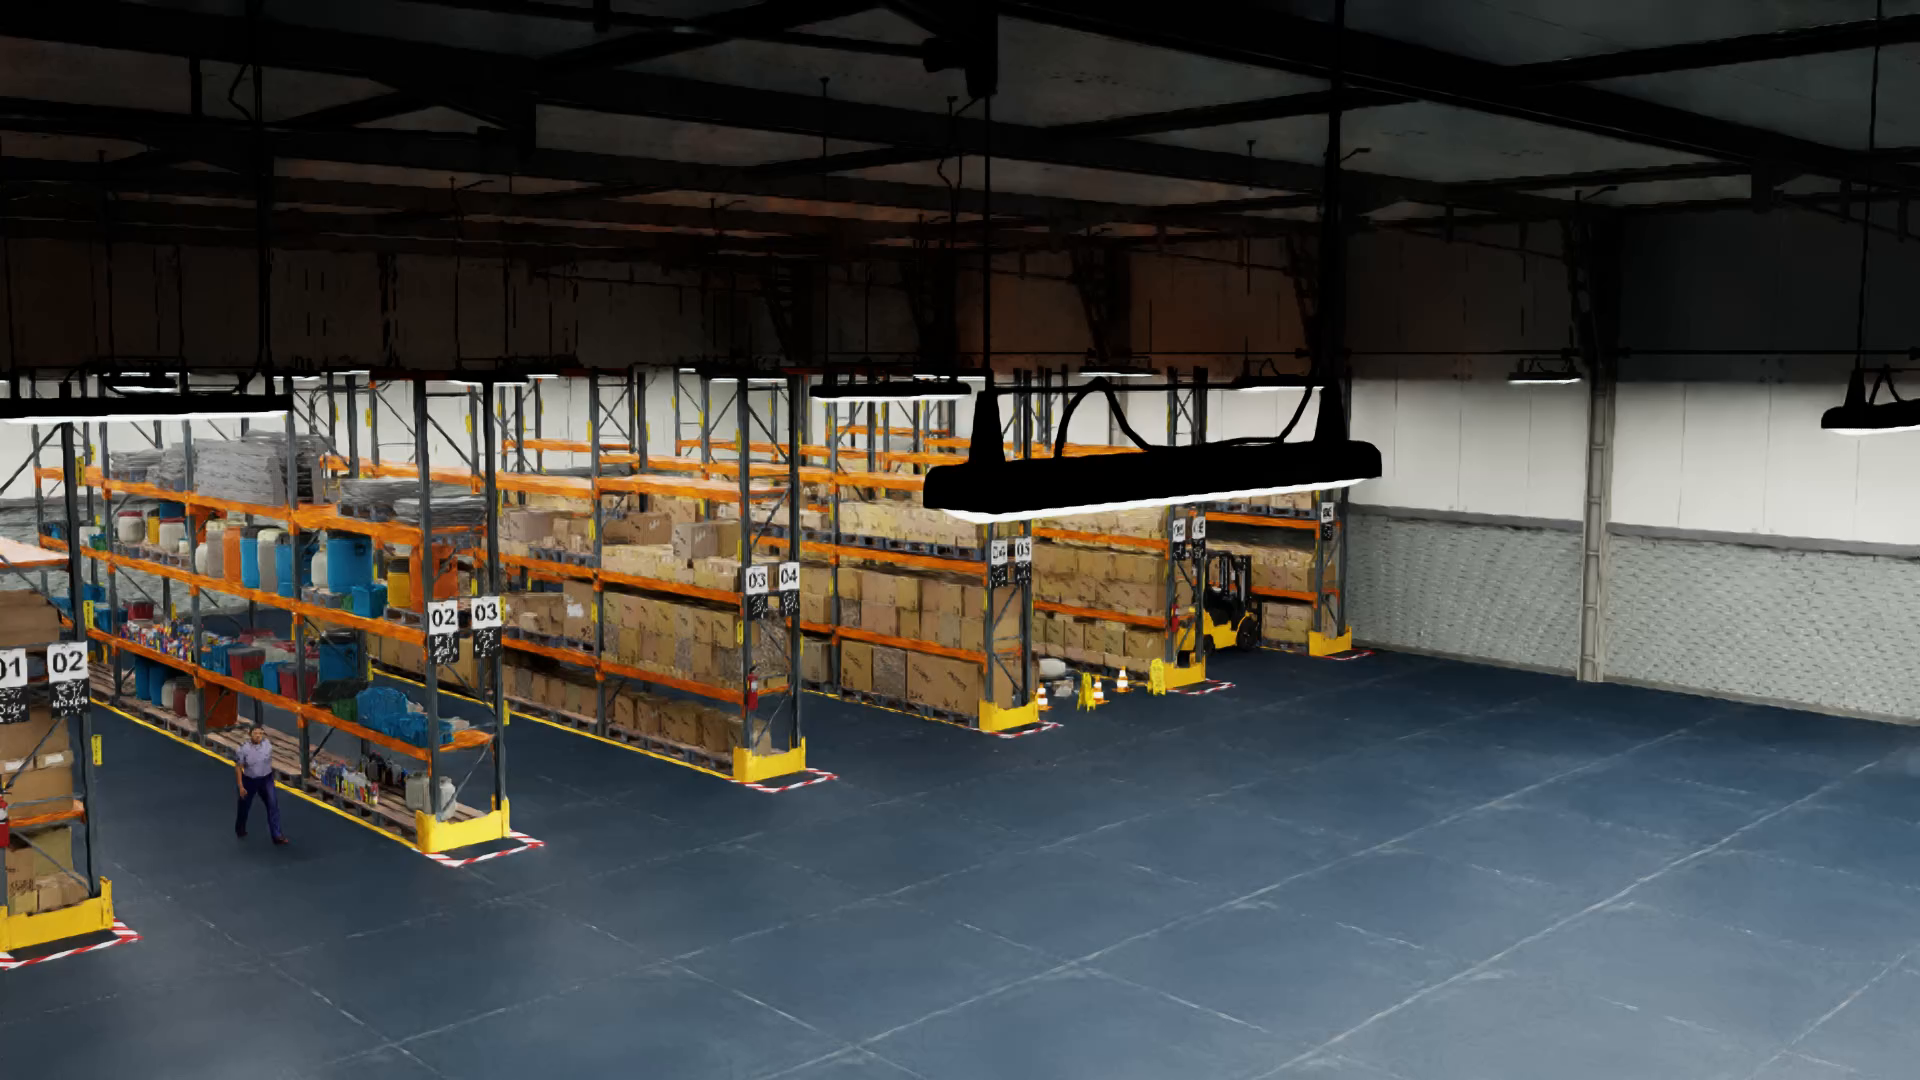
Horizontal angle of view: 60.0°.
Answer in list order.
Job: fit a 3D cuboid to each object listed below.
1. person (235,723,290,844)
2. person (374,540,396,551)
[{"bbox_3d":[-9.092,3.171,21.462,0.478,1.469,1.090,-6,9,-41],"label":"person"},{"bbox_3d":[-14.315,0.755,41.522,0.689,1.760,0.523,1,7,12],"label":"person"}]
